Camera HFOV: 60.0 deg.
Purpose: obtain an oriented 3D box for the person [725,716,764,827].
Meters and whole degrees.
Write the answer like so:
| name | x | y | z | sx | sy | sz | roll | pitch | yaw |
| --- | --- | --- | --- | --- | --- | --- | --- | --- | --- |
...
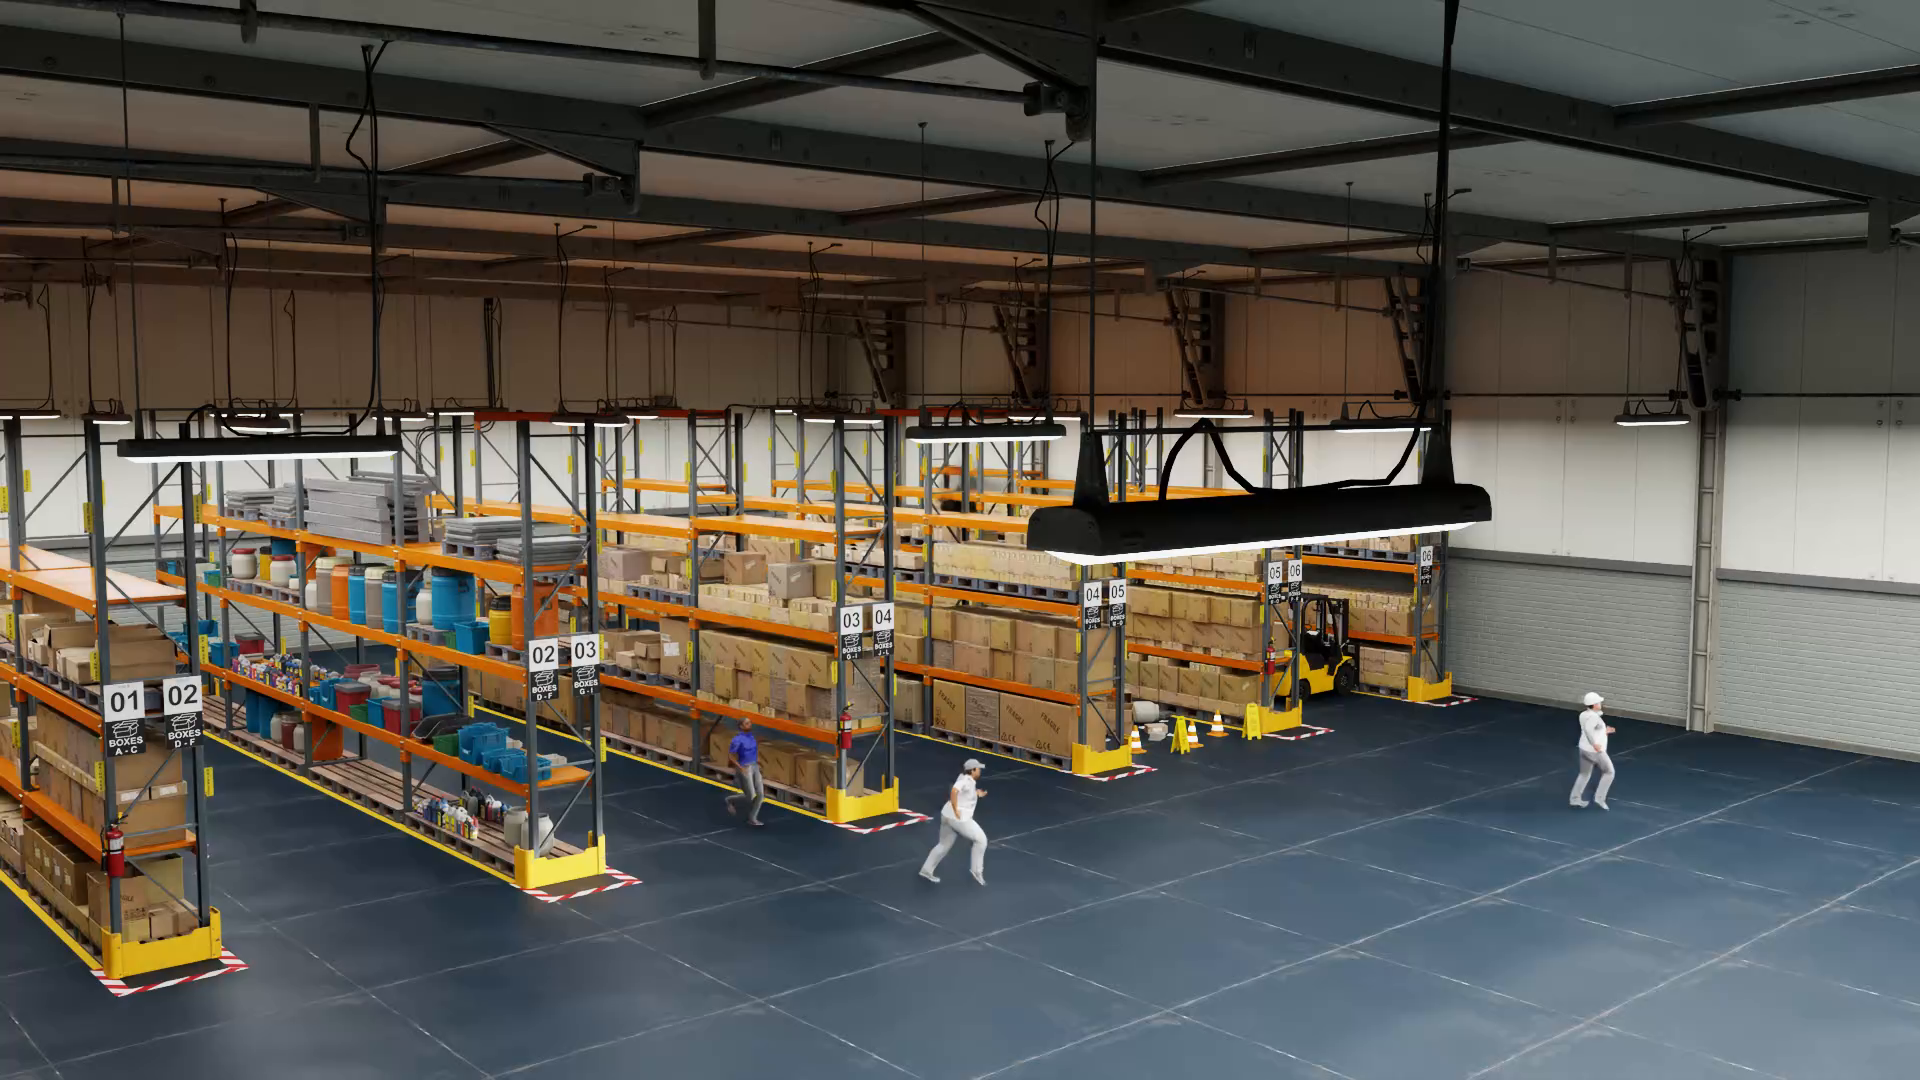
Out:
| name | x | y | z | sx | sy | sz | roll | pitch | yaw |
| --- | --- | --- | --- | --- | --- | --- | --- | --- | --- |
| person | -3.138 | 3.388 | 24.442 | 0.614 | 1.595 | 0.573 | 3 | 6 | 34 |

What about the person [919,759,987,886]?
| name | x | y | z | sx | sy | sz | roll | pitch | yaw |
| --- | --- | --- | --- | --- | --- | --- | --- | --- | --- |
| person | -0.077 | 3.654 | 21.385 | 0.925 | 1.676 | 0.601 | -2 | 5 | -20 |

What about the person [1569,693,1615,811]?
| name | x | y | z | sx | sy | sz | roll | pitch | yaw |
| --- | --- | --- | --- | --- | --- | --- | --- | --- | --- |
| person | 9.643 | 3.227 | 25.311 | 0.699 | 1.815 | 0.638 | -1 | 5 | -9 |
